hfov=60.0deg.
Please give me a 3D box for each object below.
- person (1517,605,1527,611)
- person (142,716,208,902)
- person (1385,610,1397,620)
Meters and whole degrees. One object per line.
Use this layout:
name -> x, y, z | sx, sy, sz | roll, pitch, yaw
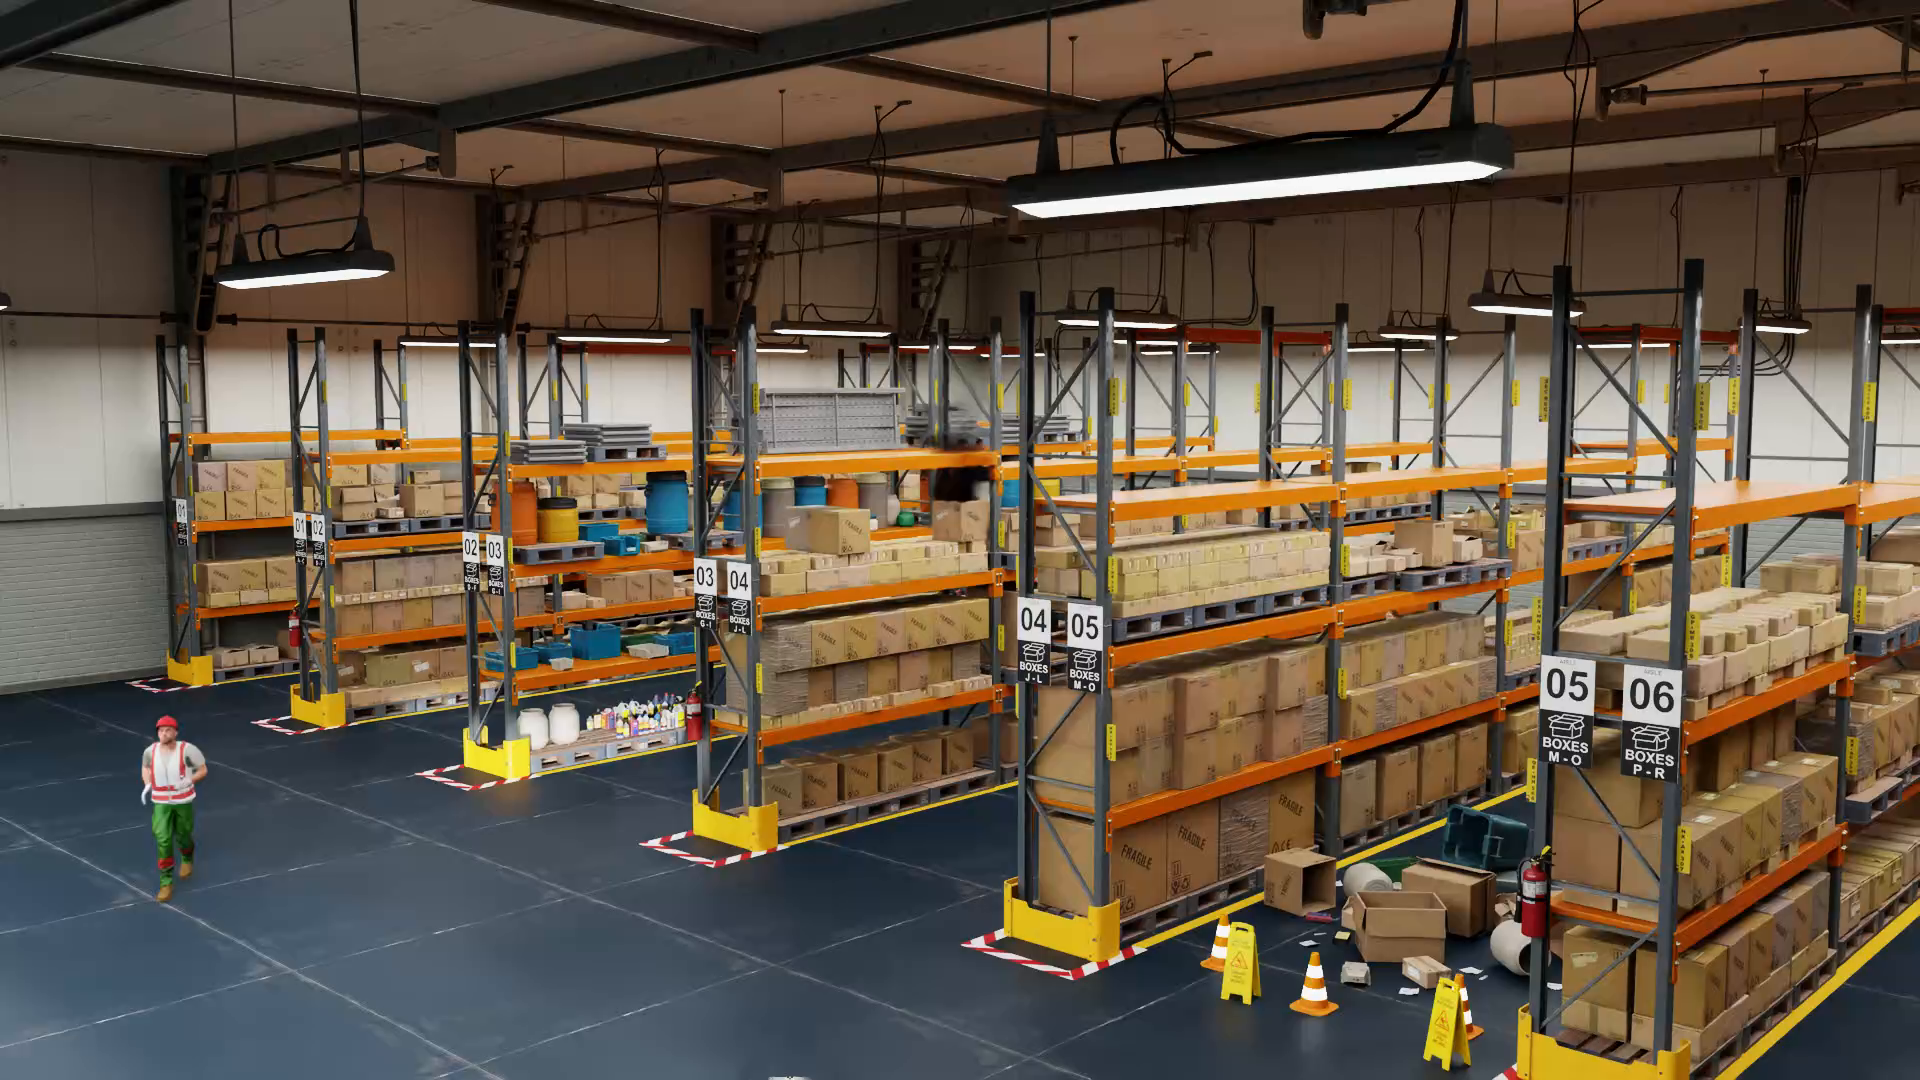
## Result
person -> 8.990, 1.867, 26.450 | 0.875, 1.692, 0.588 | -5, 7, -40
person -> -7.976, 2.663, 16.876 | 0.626, 1.796, 0.894 | -1, 6, -15
person -> 6.868, 1.891, 26.316 | 0.580, 1.658, 1.052 | 5, 7, 43
